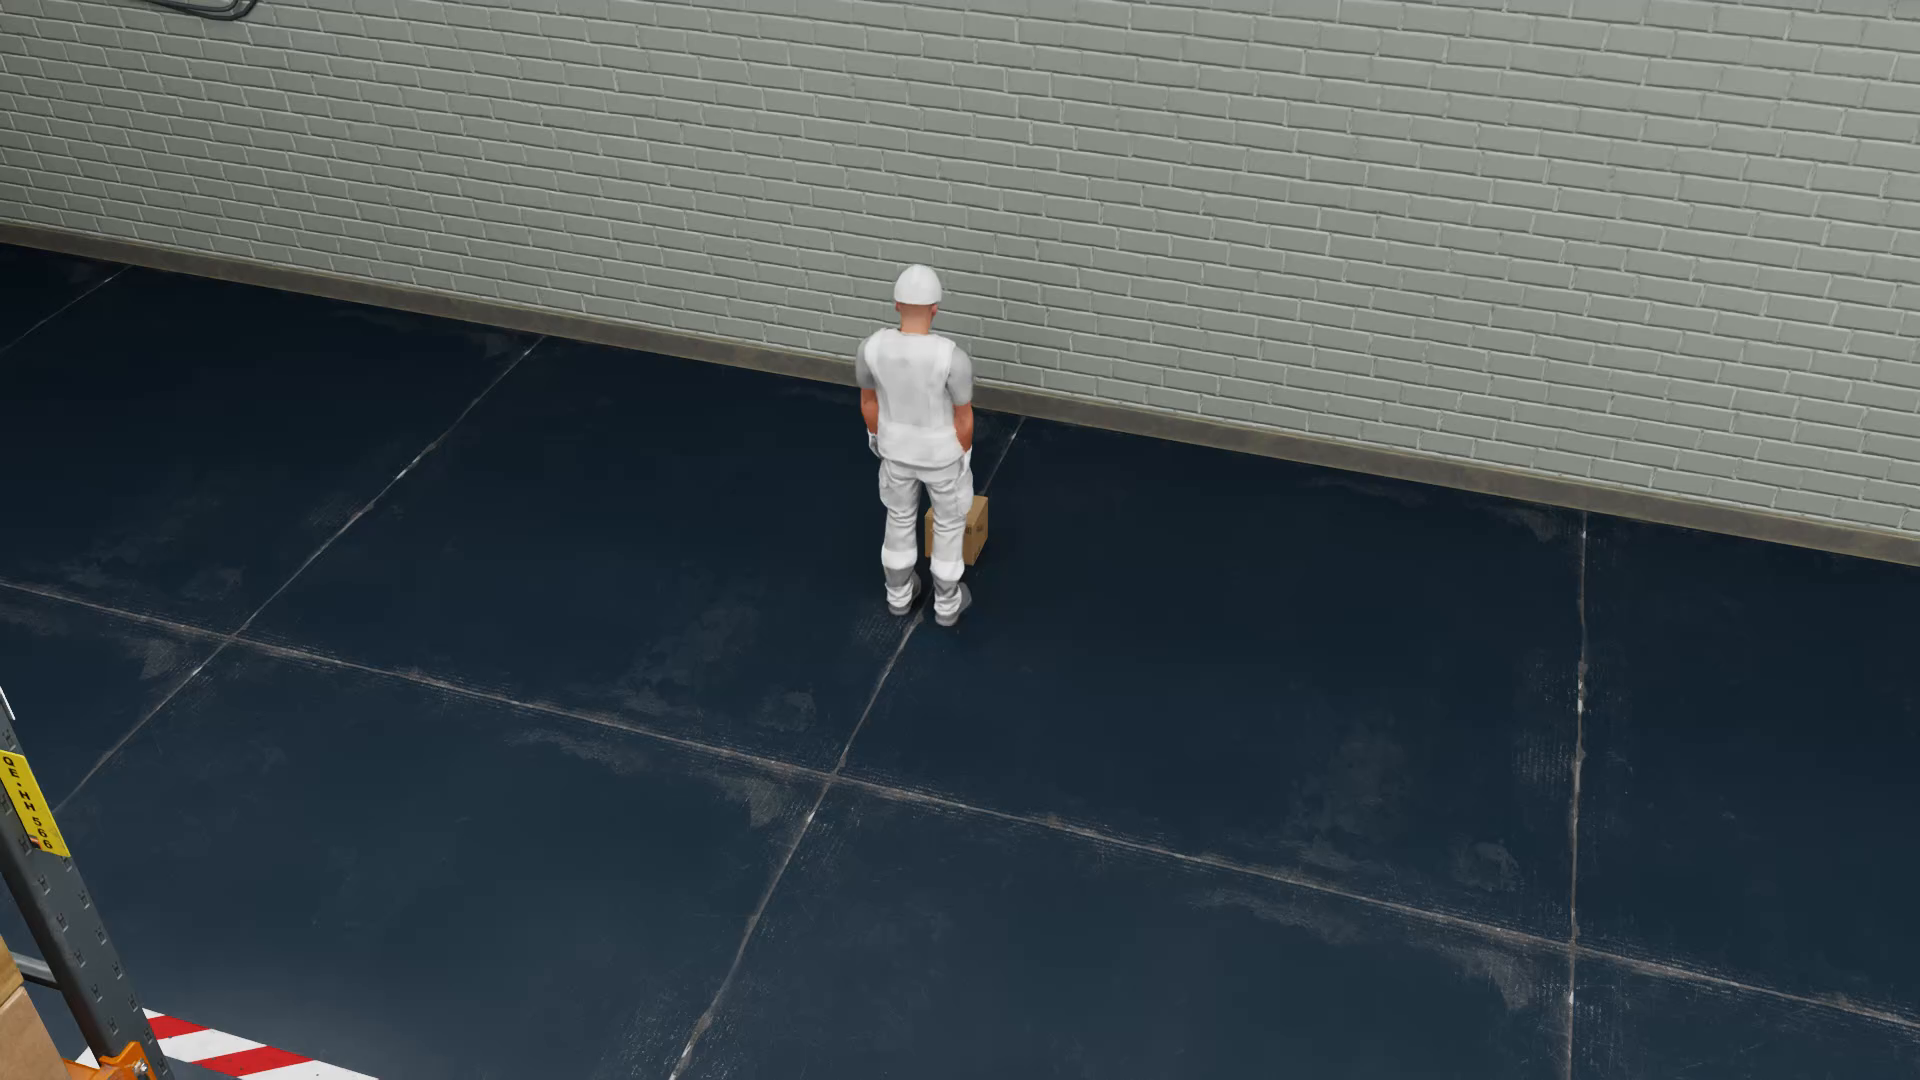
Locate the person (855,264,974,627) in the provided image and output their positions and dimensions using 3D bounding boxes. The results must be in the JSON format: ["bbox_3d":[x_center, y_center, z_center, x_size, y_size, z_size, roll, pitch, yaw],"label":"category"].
[{"bbox_3d":[-0.180,-0.407,7.429,0.529,1.776,0.364,11,38,15],"label":"person"}]
